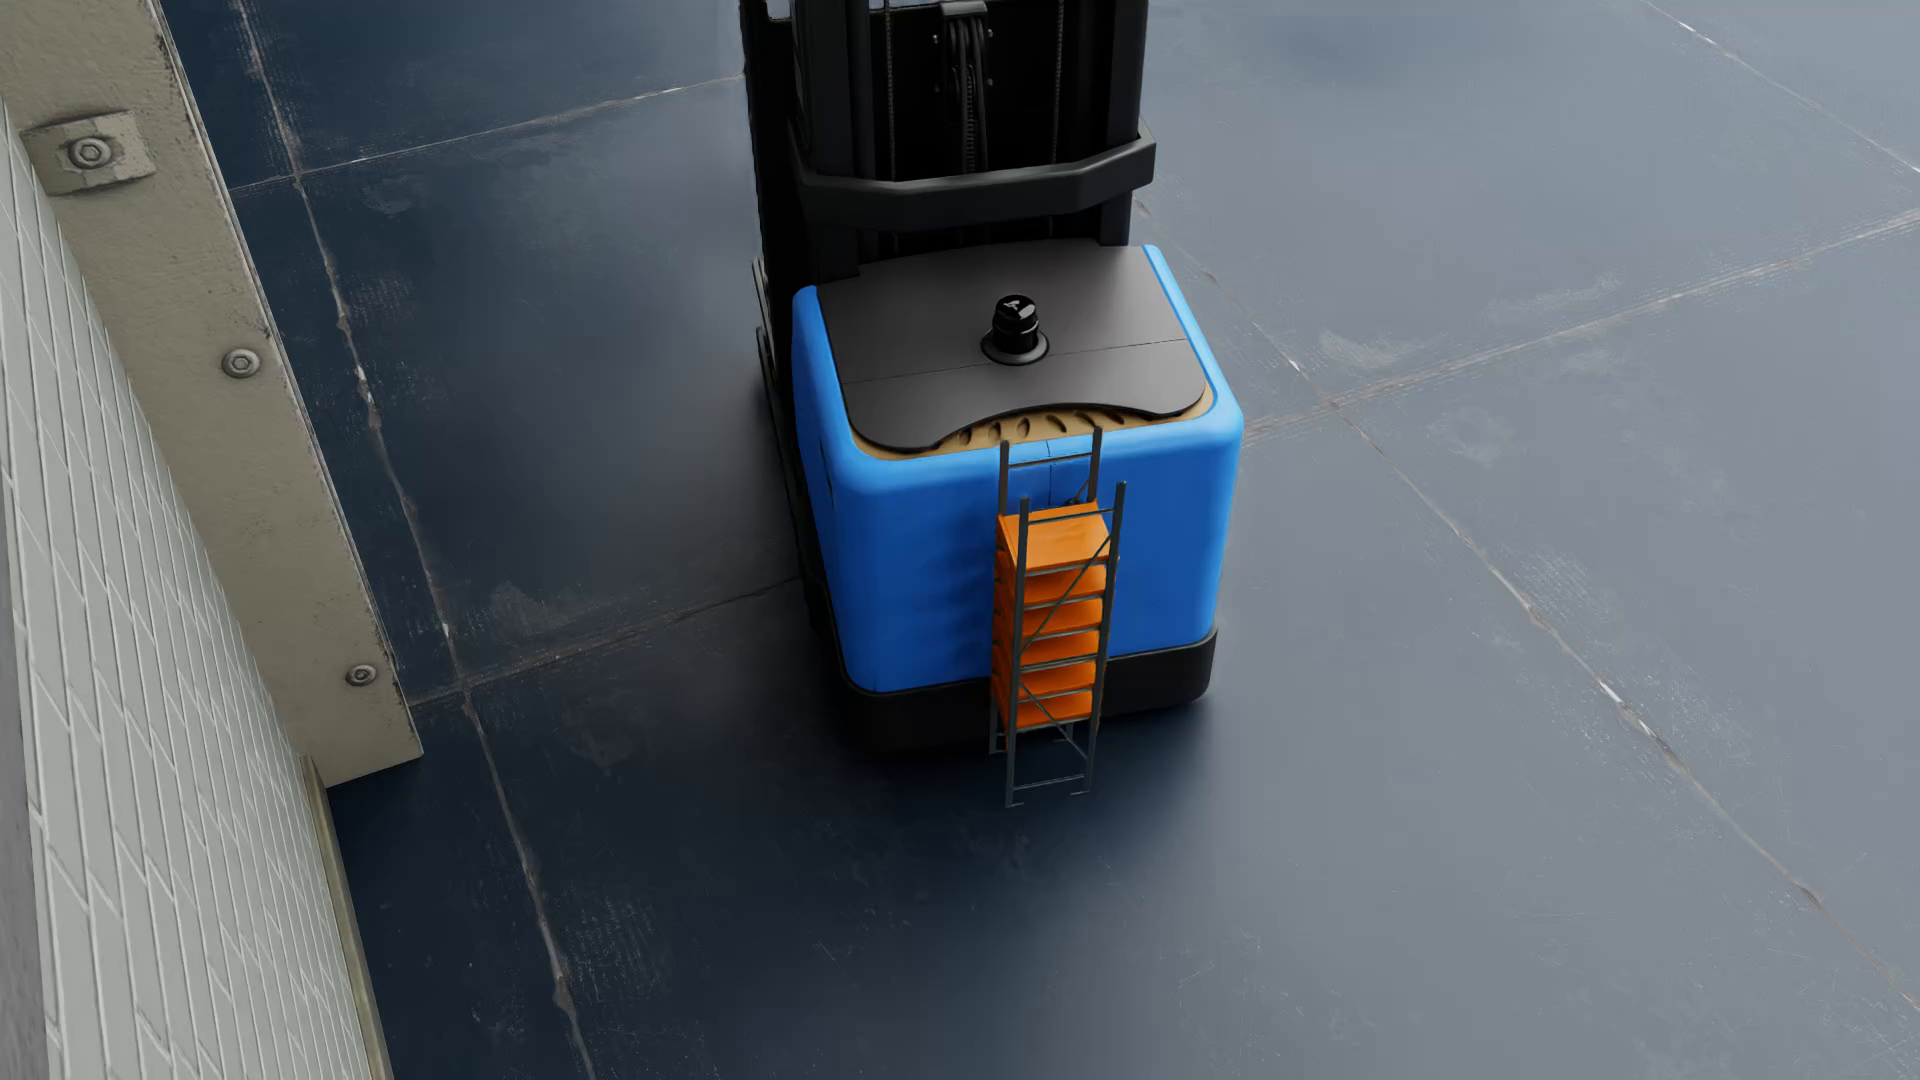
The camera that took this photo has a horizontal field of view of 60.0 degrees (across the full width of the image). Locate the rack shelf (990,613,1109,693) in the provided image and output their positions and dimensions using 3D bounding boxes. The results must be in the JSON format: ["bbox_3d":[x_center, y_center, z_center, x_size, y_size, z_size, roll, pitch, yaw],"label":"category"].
[{"bbox_3d":[0.223,0.264,4.186,0.258,0.103,0.180,-9,48,-9],"label":"rack shelf"}]

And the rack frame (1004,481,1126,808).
[{"bbox_3d":[0.244,0.299,4.093,0.240,1.200,0.006,-9,48,-9],"label":"rack frame"}]

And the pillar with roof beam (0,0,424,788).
[{"bbox_3d":[2.187,-3.955,2.851,9.100,9.000,0.400,-18,47,-17],"label":"pillar with roof beam"}]

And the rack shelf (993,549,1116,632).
[{"bbox_3d":[0.225,0.101,4.010,0.258,0.103,0.180,-9,48,-9],"label":"rack shelf"}]

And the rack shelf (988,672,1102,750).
[{"bbox_3d":[0.220,0.428,4.362,0.258,0.103,0.180,-9,48,-9],"label":"rack shelf"}]

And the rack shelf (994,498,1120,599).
[{"bbox_3d":[0.226,0.019,3.922,0.258,0.103,0.180,-9,48,-9],"label":"rack shelf"}]

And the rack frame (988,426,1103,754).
[{"bbox_3d":[0.203,0.168,4.214,0.240,1.200,0.006,-9,48,-9],"label":"rack frame"}]

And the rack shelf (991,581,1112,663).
[{"bbox_3d":[0.224,0.182,4.098,0.258,0.103,0.180,-9,48,-9],"label":"rack shelf"}]

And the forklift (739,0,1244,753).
[{"bbox_3d":[-0.090,-1.512,4.695,1.130,2.935,3.031,-8,45,-8],"label":"forklift"}]

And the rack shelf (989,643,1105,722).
[{"bbox_3d":[0.222,0.346,4.274,0.258,0.103,0.180,-9,48,-9],"label":"rack shelf"}]

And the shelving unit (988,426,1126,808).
[{"bbox_3d":[0.223,0.234,4.153,0.258,1.200,0.189,-9,48,-9],"label":"shelving unit"}]
